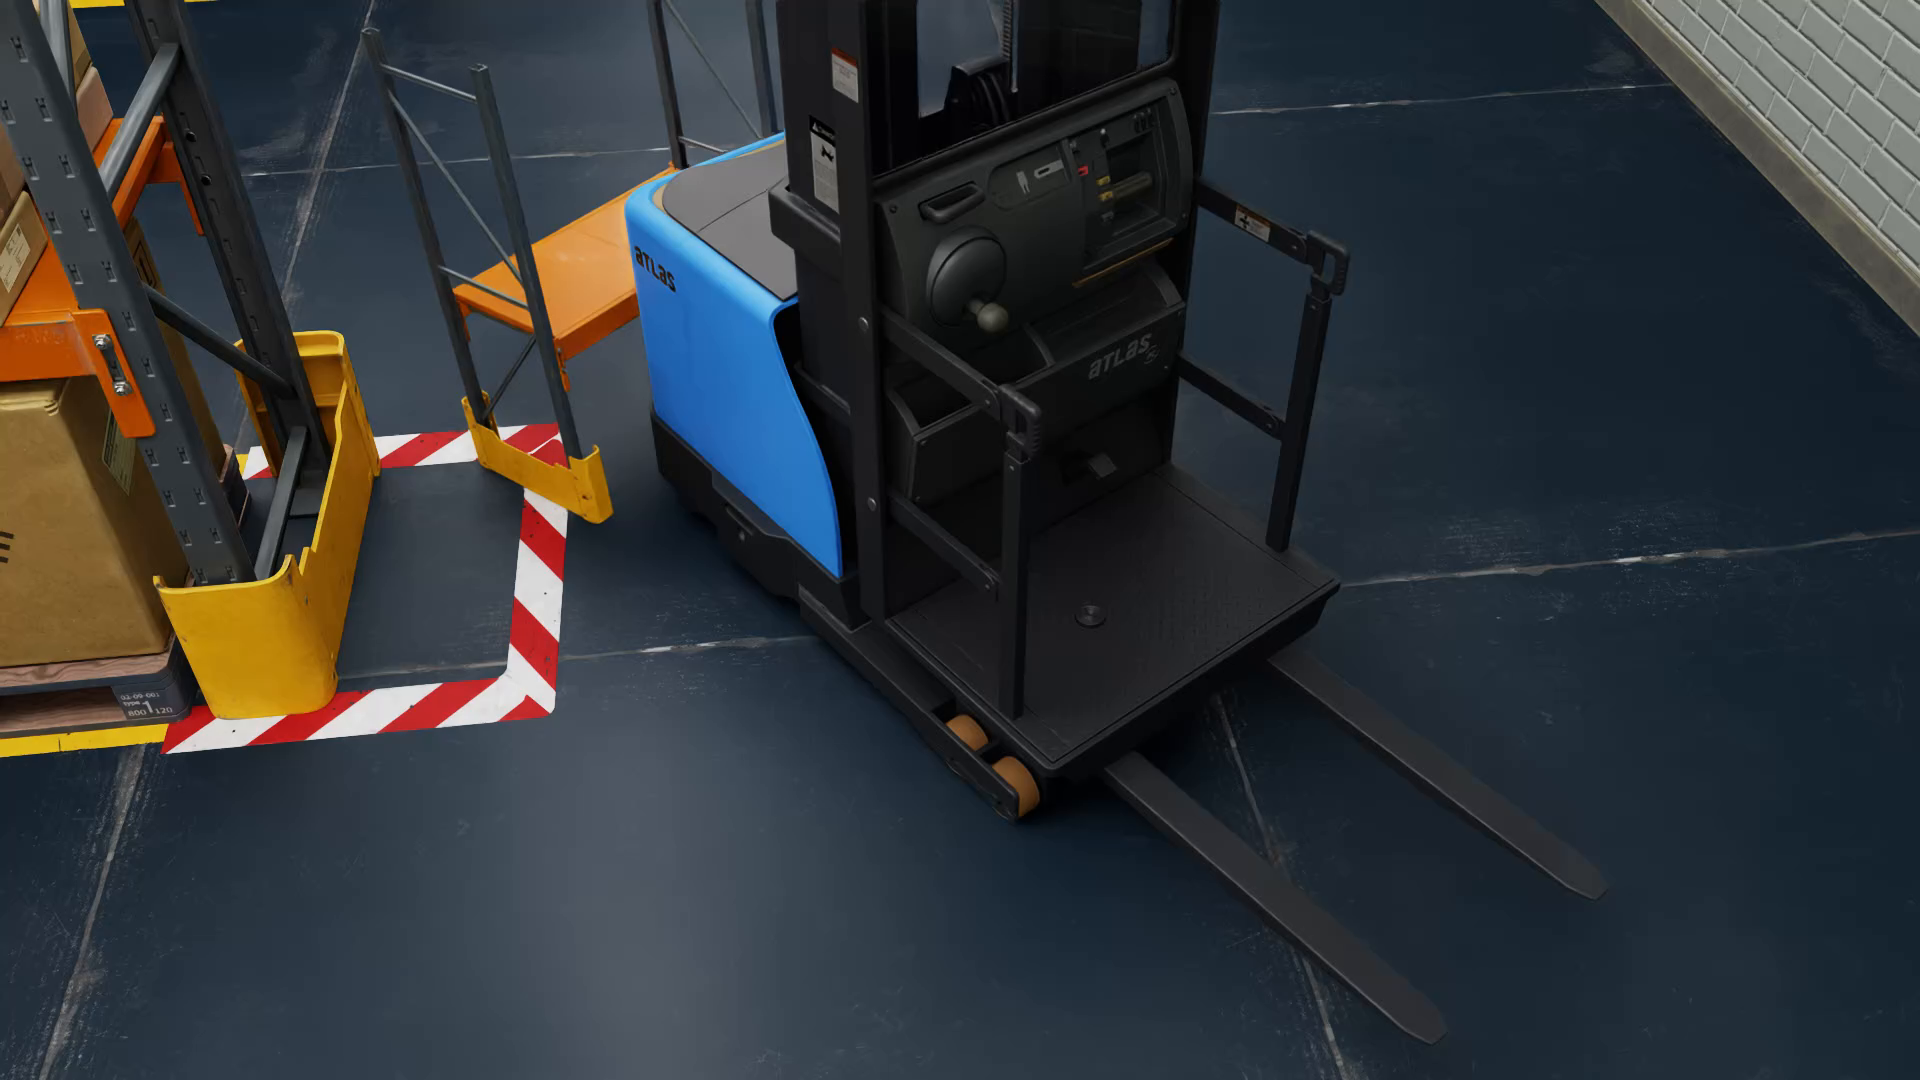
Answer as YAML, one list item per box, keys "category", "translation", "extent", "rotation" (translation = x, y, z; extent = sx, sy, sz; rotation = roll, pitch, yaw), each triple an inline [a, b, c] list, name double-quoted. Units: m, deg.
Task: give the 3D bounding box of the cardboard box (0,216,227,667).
- category: "cardboard box"
  translation: [-2.675, -0.260, 4.572]
  extent: [0.875, 0.875, 0.875]
  rotation: [-5, 42, -6]

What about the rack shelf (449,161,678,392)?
- category: "rack shelf"
  translation: [-1.081, -0.871, 5.338]
  extent: [0.538, 0.185, 1.000]
  rotation: [24, 47, 29]

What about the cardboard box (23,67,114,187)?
- category: "cardboard box"
  translation: [-2.446, -1.097, 4.414]
  extent: [0.250, 0.149, 0.380]
  rotation: [-5, 42, -5]

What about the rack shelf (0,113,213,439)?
- category: "rack shelf"
  translation: [-4.034, -0.561, 4.170]
  extent: [4.000, 0.370, 1.077]
  rotation: [-5, 42, -6]

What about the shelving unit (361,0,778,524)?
- category: "shelving unit"
  translation: [-1.085, -1.013, 5.228]
  extent: [0.587, 1.500, 1.083]
  rotation: [24, 47, 29]

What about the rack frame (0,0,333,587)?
- category: "rack frame"
  translation: [-2.051, -1.002, 4.121]
  extent: [0.127, 3.000, 1.000]
  rotation: [-5, 42, -6]

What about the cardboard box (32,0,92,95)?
- category: "cardboard box"
  translation: [-2.562, -1.194, 4.224]
  extent: [0.500, 0.250, 0.500]
  rotation: [-6, 42, -7]

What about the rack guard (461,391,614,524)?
- category: "rack guard"
  translation: [-1.357, -0.270, 5.335]
  extent: [0.587, 0.250, 0.087]
  rotation: [24, 47, 29]

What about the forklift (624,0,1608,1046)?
- category: "forklift"
  translation: [0.342, -0.730, 3.871]
  extent: [1.130, 2.935, 3.031]
  rotation: [-29, 49, -28]

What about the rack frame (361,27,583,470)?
- category: "rack frame"
  translation: [-1.399, -0.739, 4.923]
  extent: [0.500, 1.500, 0.032]
  rotation: [24, 47, 29]

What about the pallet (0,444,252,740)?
- category: "pallet"
  translation: [-2.834, 0.155, 4.921]
  extent: [1.213, 0.211, 1.003]
  rotation: [-5, 42, -6]

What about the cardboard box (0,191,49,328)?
- category: "cardboard box"
  translation: [-2.362, -0.659, 3.929]
  extent: [0.250, 0.149, 0.380]
  rotation: [-4, 42, -5]

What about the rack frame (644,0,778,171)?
- category: "rack frame"
  translation: [-0.781, -1.279, 5.523]
  extent: [0.500, 1.500, 0.032]
  rotation: [24, 47, 29]

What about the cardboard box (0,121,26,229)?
- category: "cardboard box"
  translation: [-2.497, -0.838, 3.830]
  extent: [0.500, 0.250, 0.500]
  rotation: [-6, 42, -6]

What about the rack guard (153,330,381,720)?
- category: "rack guard"
  translation: [-2.027, -0.076, 4.961]
  extent: [0.348, 0.500, 1.175]
  rotation: [-5, 42, -6]
